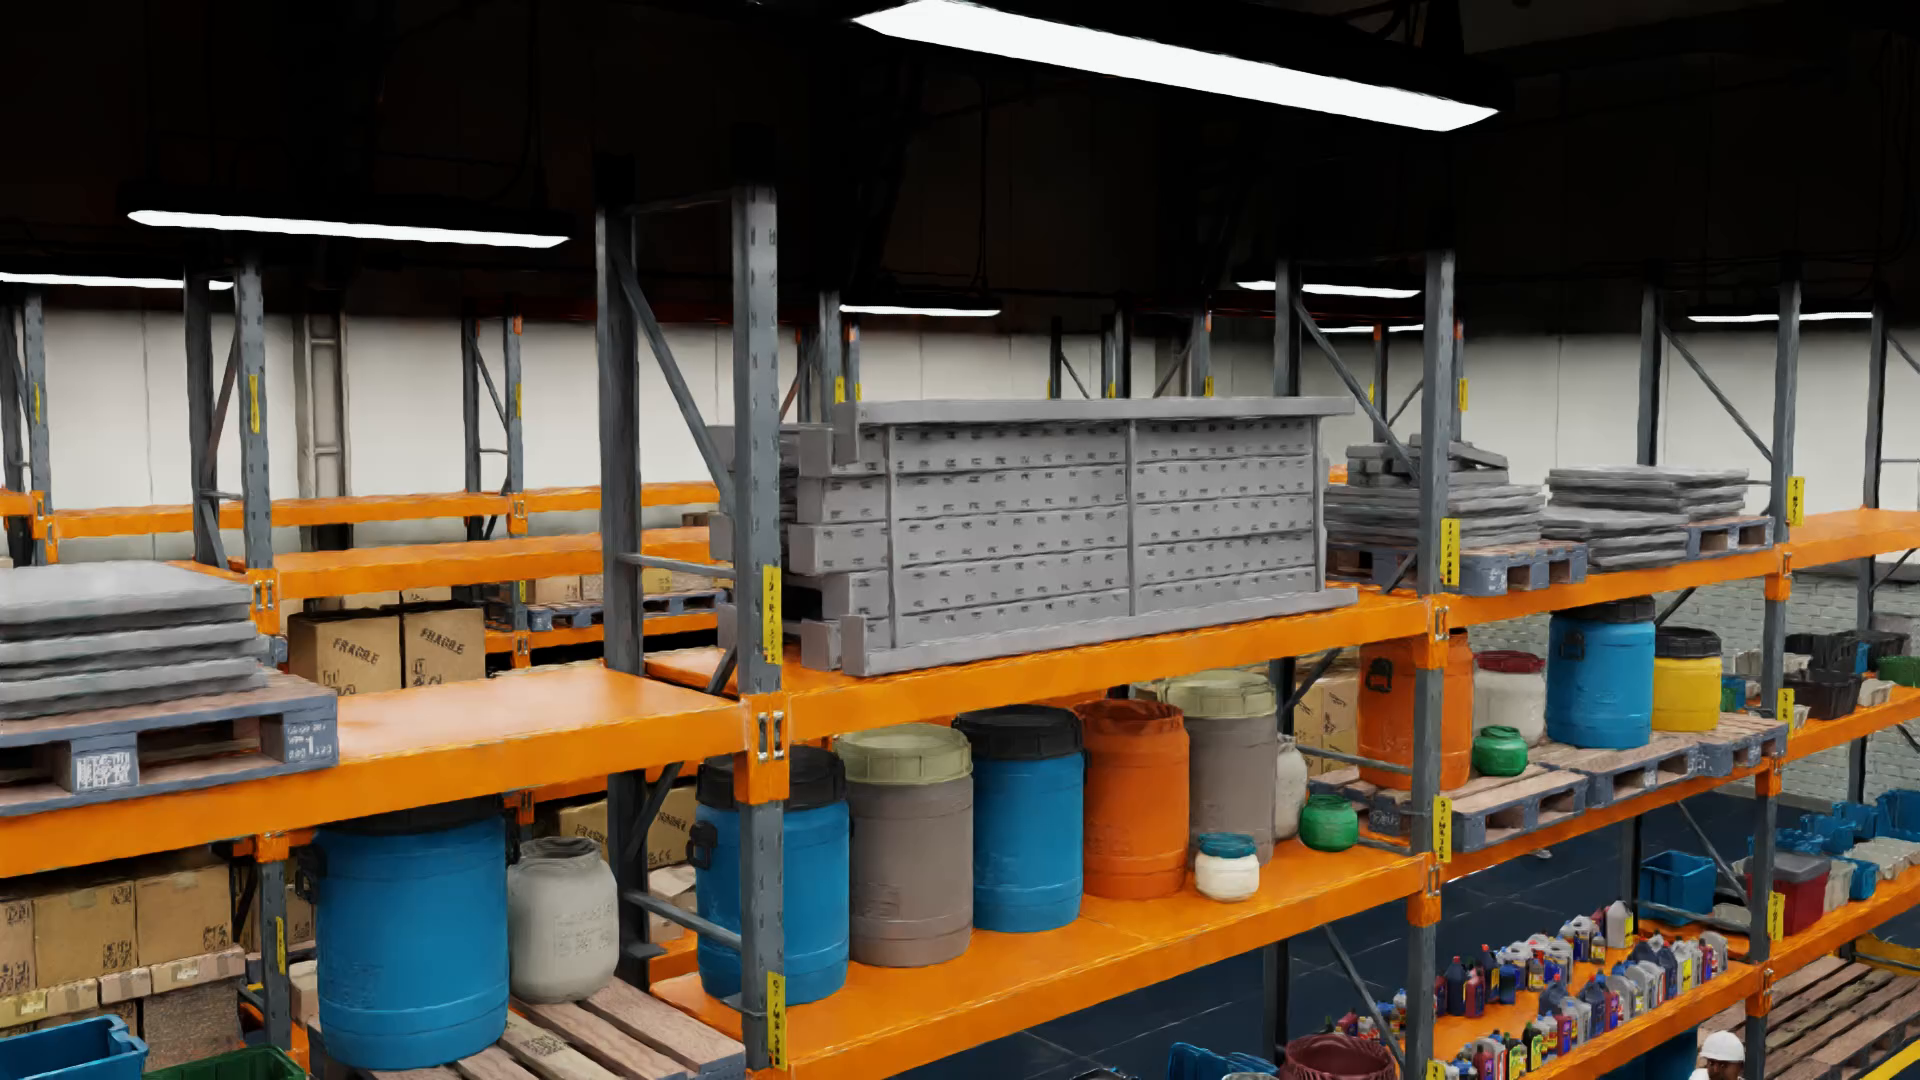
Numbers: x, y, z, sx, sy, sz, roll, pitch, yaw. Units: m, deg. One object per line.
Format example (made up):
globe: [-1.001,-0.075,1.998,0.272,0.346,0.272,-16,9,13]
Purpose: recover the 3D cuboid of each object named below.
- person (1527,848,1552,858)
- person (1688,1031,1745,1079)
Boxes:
person: [6.030,2.617,18.156,0.731,1.653,0.563,-1,5,-7]
person: [4.092,3.465,8.880,1.039,1.733,0.577,-5,7,-42]
